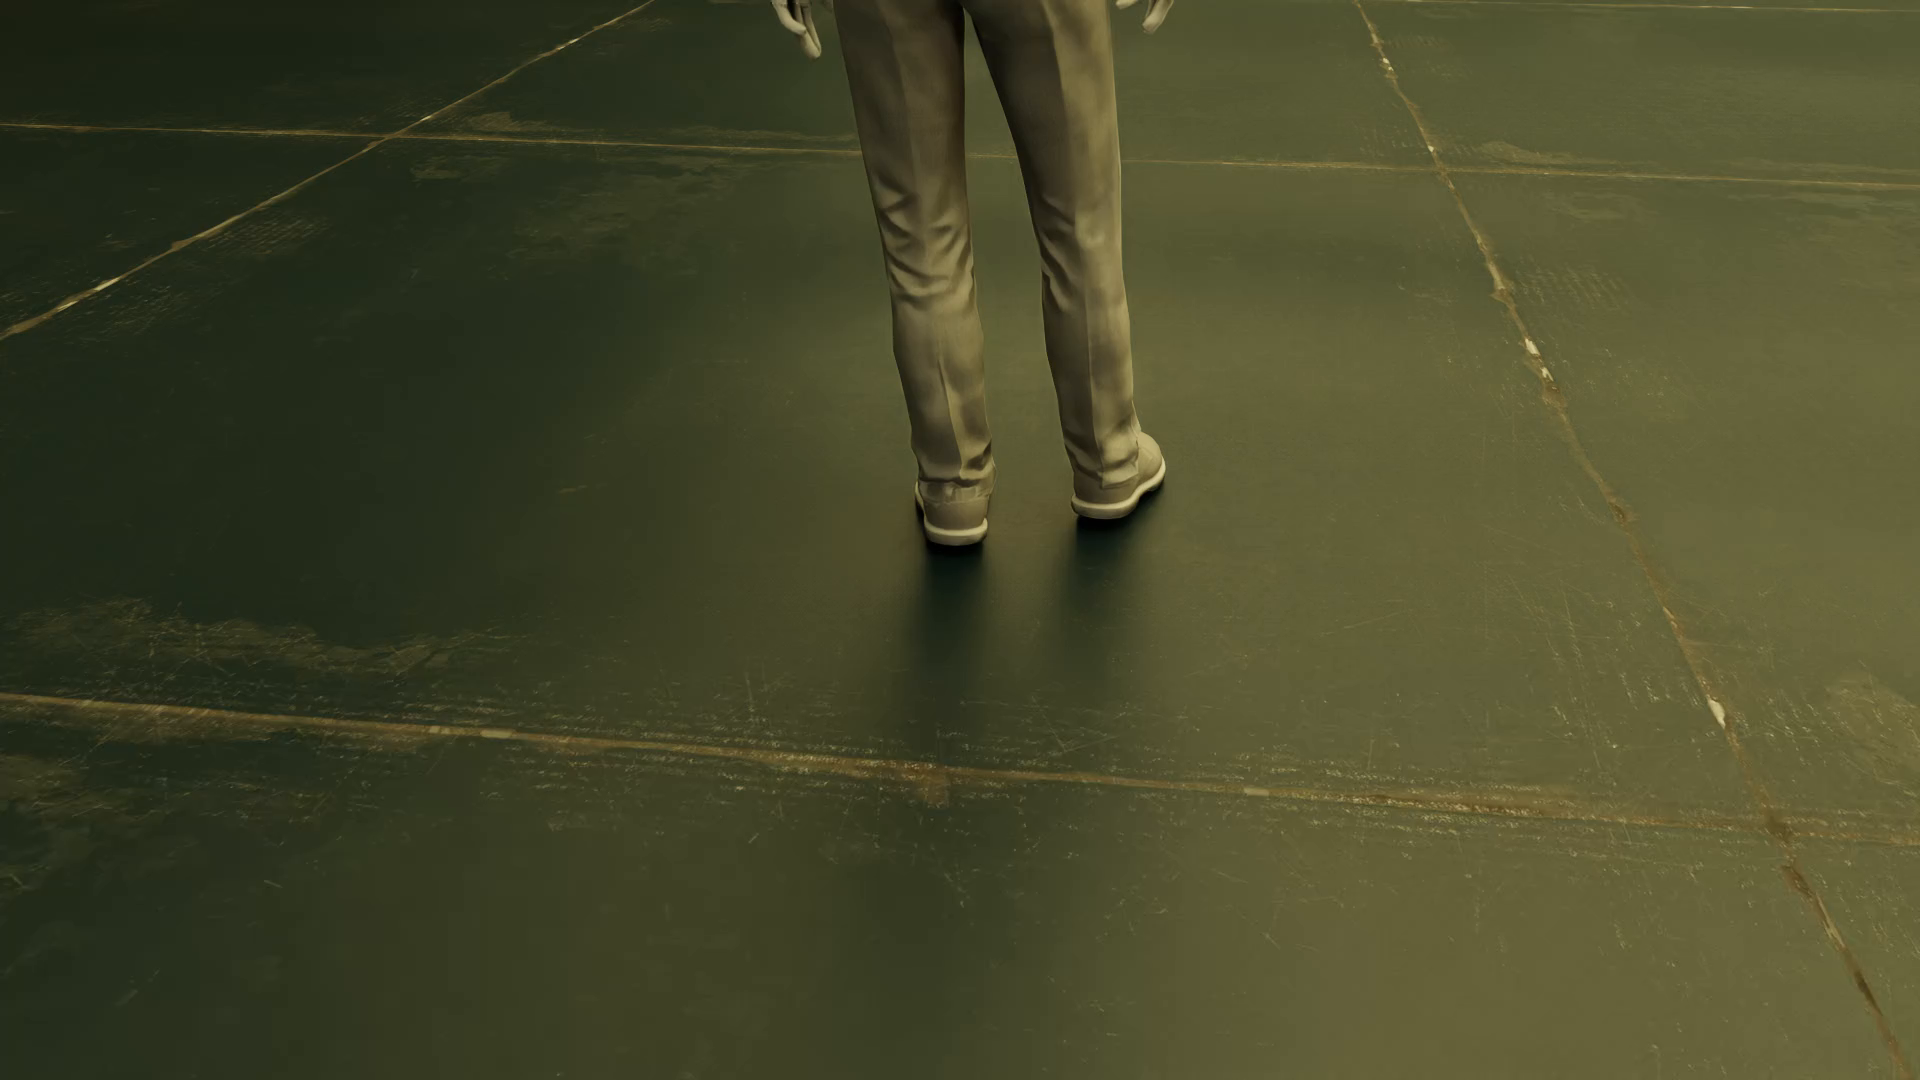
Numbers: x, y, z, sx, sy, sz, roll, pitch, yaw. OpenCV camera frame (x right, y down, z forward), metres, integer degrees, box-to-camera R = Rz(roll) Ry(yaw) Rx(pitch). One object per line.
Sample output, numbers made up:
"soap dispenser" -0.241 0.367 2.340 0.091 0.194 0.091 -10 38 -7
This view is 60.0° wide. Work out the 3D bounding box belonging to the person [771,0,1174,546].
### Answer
"person" 0.016 -0.795 2.178 0.586 1.694 0.531 3 27 7
